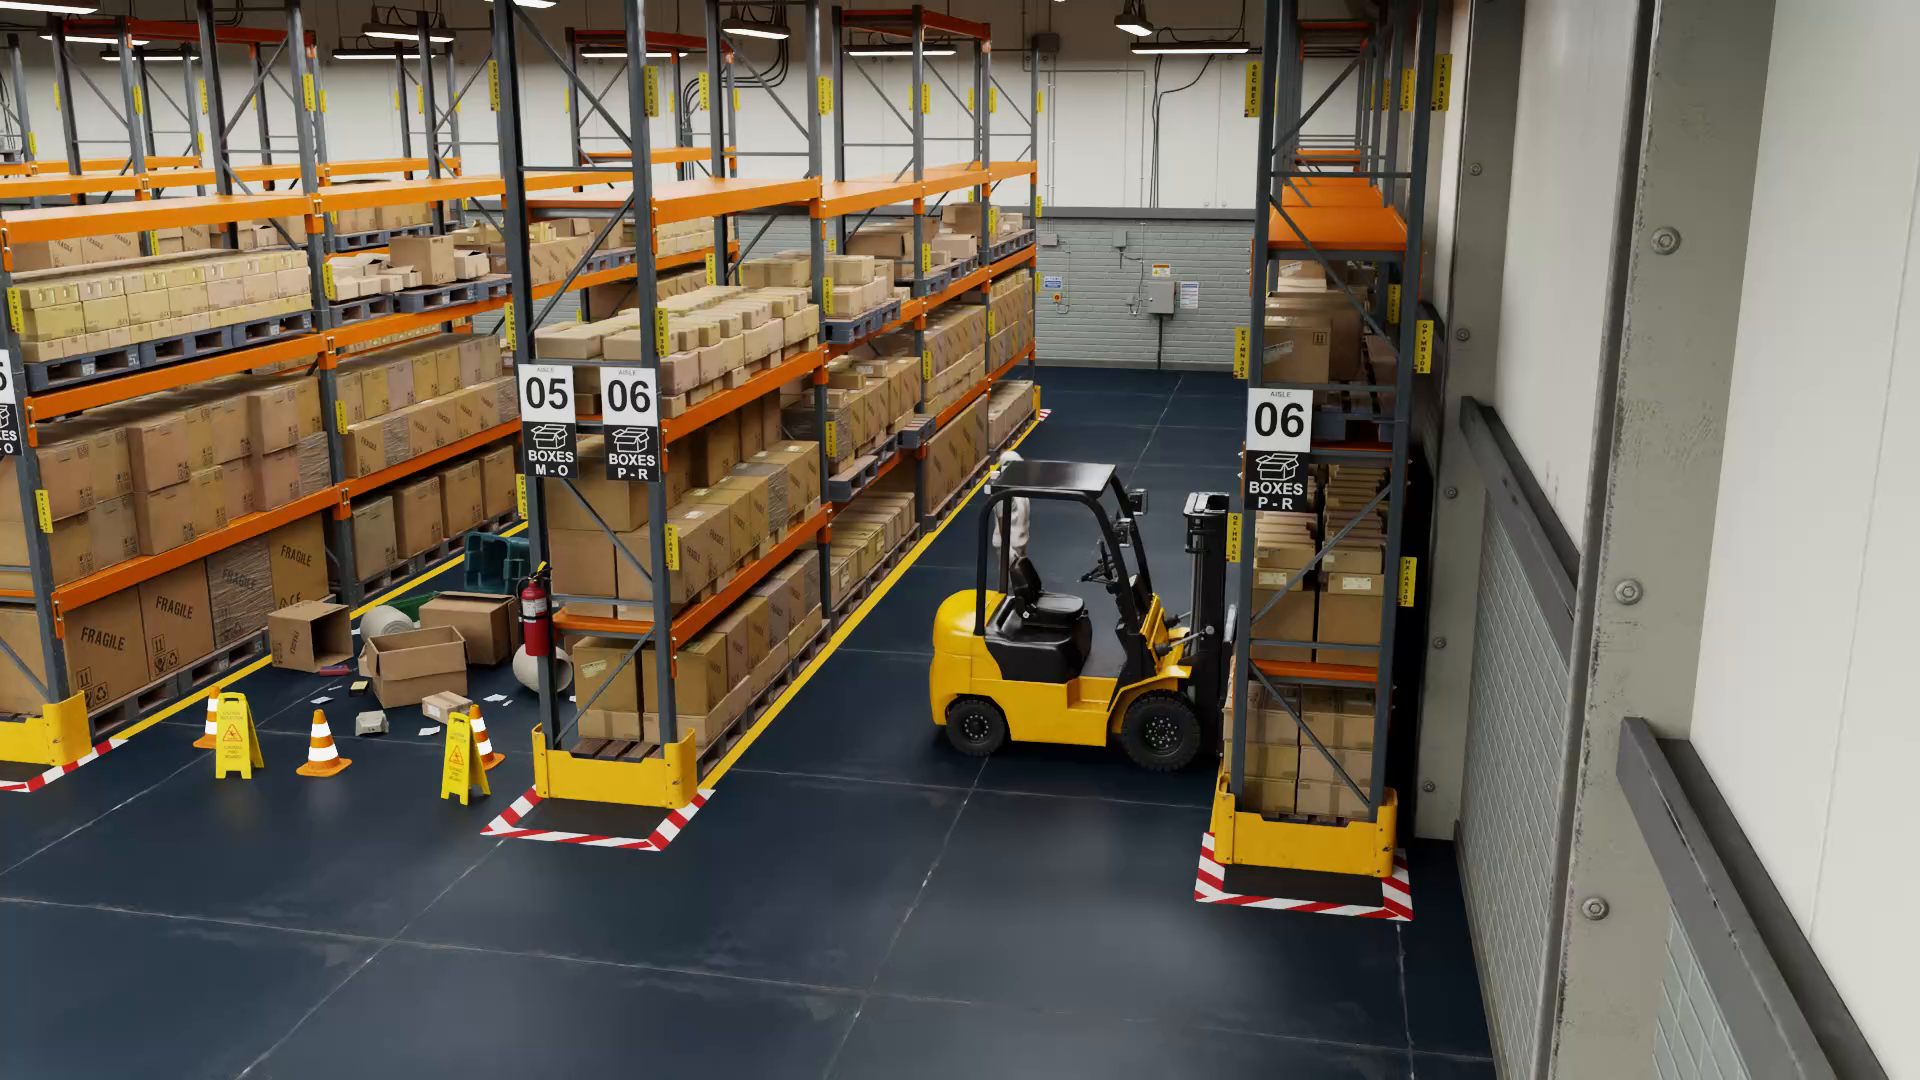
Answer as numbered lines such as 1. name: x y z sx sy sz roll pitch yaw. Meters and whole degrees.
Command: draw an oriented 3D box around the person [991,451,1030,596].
1. person: 0.492 0.038 15.815 0.363 1.785 0.546 3 15 12
